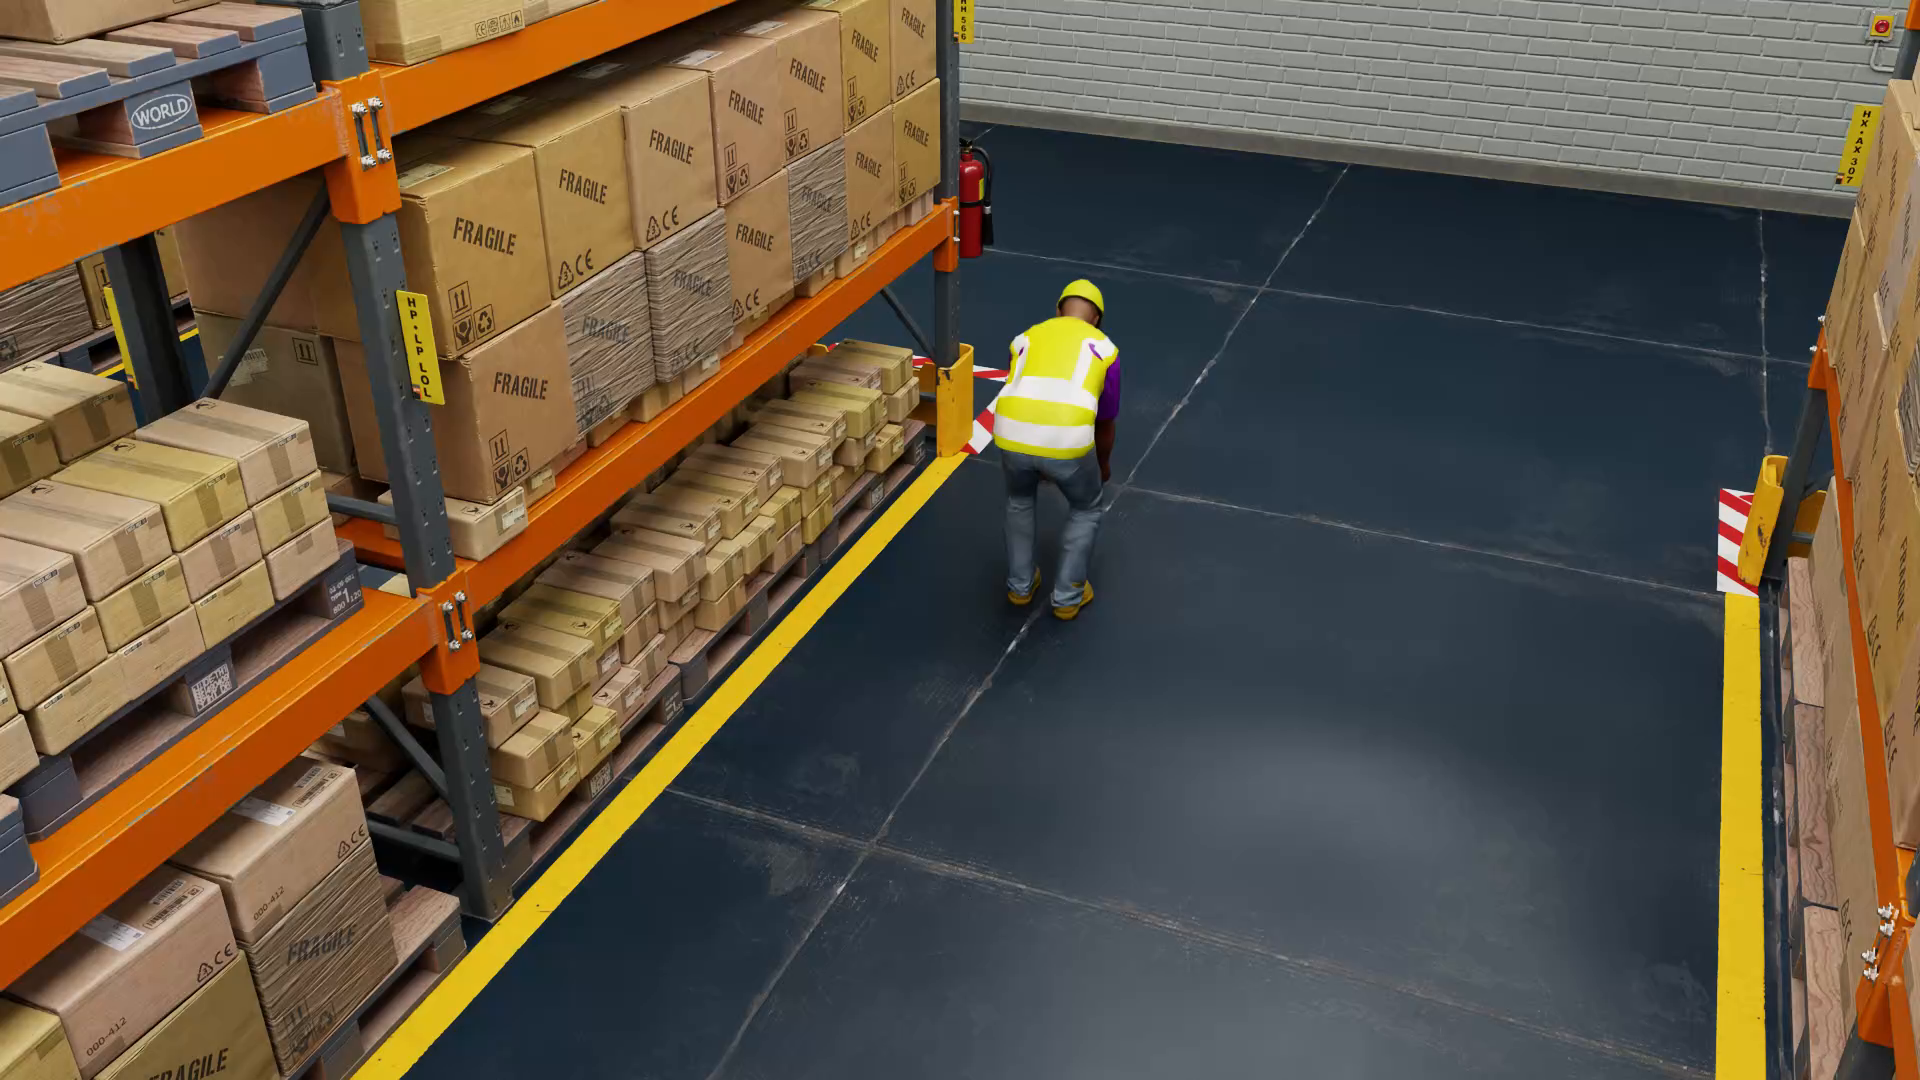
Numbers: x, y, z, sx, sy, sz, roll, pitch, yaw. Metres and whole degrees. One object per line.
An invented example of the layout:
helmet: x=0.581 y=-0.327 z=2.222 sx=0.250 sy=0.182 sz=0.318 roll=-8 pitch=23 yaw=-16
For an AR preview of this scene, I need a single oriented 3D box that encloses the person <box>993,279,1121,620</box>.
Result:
person: x=0.424 y=-0.399 z=7.269 sx=0.492 sy=1.311 sz=0.923 roll=9 pitch=31 yaw=16
